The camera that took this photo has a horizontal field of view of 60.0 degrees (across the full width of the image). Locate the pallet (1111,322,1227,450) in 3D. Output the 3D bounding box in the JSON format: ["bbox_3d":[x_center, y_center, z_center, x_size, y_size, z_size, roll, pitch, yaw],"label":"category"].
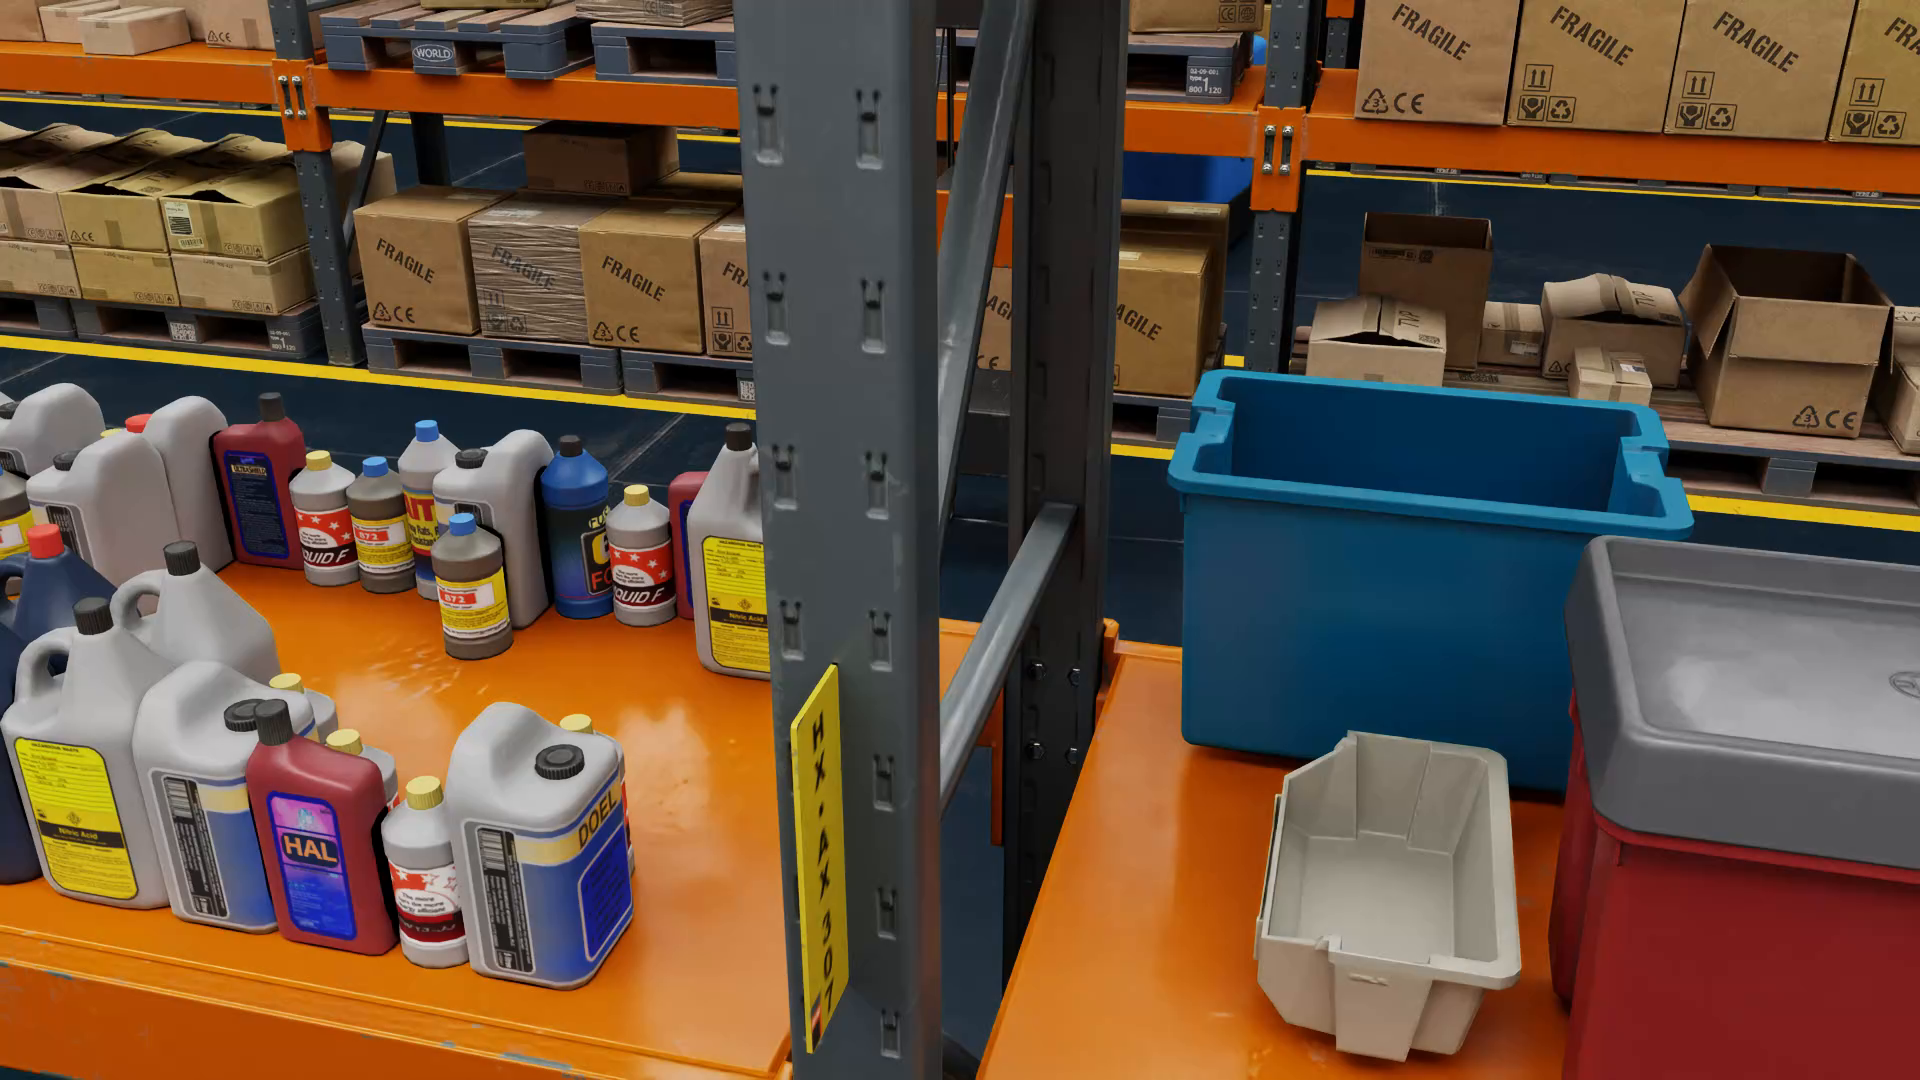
[{"bbox_3d":[0.465,-0.710,6.997,1.213,0.211,1.003,6,26,13],"label":"pallet"}]

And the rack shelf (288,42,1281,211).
[{"bbox_3d":[-0.675,-1.787,6.852,4.000,0.370,1.077,6,26,13],"label":"rack shelf"}]

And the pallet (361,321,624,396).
[{"bbox_3d":[-1.898,-0.972,7.545,1.213,0.211,1.003,6,26,13],"label":"pallet"}]

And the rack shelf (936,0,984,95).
[{"bbox_3d":[0.160,-1.550,4.966,0.480,0.518,0.431,6,26,13],"label":"rack shelf"}]

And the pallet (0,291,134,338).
[{"bbox_3d":[-4.577,-1.303,8.241,1.213,0.211,1.003,6,26,13],"label":"pallet"}]

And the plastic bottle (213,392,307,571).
[{"bbox_3d":[-1.084,-0.096,2.597,0.133,0.283,0.061,6,26,13],"label":"plastic bottle"}]

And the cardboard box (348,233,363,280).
[{"bbox_3d":[-3.046,-1.453,8.022,0.500,0.250,0.500,6,26,13],"label":"cardboard box"}]

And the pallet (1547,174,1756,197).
[{"bbox_3d":[4.394,-2.458,10.667,1.213,0.211,1.003,6,26,13],"label":"pallet"}]

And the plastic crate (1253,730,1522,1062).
[{"bbox_3d":[0.440,0.365,1.731,0.243,0.136,0.396,6,26,13],"label":"plastic crate"}]

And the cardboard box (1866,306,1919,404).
[{"bbox_3d":[3.711,-0.710,6.439,0.500,0.250,0.500,6,26,13],"label":"cardboard box"}]

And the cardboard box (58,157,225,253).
[{"bbox_3d":[-3.686,-1.534,7.541,0.500,0.311,0.500,6,26,12],"label":"cardboard box"}]

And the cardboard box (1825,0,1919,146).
[{"bbox_3d":[3.161,-1.613,5.533,0.500,0.500,0.500,6,26,12],"label":"cardboard box"}]

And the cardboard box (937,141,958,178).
[{"bbox_3d":[-0.114,-1.567,7.075,0.500,0.250,0.500,6,26,13],"label":"cardboard box"}]

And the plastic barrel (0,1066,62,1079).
[{"bbox_3d":[-1.184,0.780,2.574,0.708,0.901,0.600,6,26,13],"label":"plastic barrel"}]

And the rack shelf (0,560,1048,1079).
[{"bbox_3d":[-1.912,0.274,2.521,4.000,0.370,1.077,6,26,13],"label":"rack shelf"}]

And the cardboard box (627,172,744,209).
[{"bbox_3d":[-1.147,-1.338,7.468,0.500,0.500,0.500,5,26,11],"label":"cardboard box"}]

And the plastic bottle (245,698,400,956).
[{"bbox_3d":[-0.673,0.303,1.760,0.133,0.283,0.061,6,26,13],"label":"plastic bottle"}]

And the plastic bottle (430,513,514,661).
[{"bbox_3d":[-0.696,0.060,2.366,0.097,0.201,0.097,0,25,0],"label":"plastic bottle"}]

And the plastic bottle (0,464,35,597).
[{"bbox_3d":[-1.463,-0.025,2.544,0.097,0.201,0.097,0,25,0],"label":"plastic bottle"}]

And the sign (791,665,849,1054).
[{"bbox_3d":[-0.114,0.268,1.376,0.005,0.325,0.100,6,26,13],"label":"sign"}]

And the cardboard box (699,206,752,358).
[{"bbox_3d":[-0.743,-1.065,6.894,0.500,0.500,0.500,5,26,11],"label":"cardboard box"}]

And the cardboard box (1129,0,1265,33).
[{"bbox_3d":[0.859,-2.277,6.438,0.500,0.500,0.700,-2,26,-5],"label":"cardboard box"}]

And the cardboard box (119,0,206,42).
[{"bbox_3d":[-3.430,-2.462,7.536,0.500,0.311,0.500,6,26,12],"label":"cardboard box"}]

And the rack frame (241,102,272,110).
[{"bbox_3d":[-5.256,-4.817,12.379,0.127,3.000,1.000,6,26,13],"label":"rack frame"}]

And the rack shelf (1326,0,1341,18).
[{"bbox_3d":[0.555,-3.850,11.184,4.000,0.370,1.077,6,26,13],"label":"rack shelf"}]

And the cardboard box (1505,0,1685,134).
[{"bbox_3d":[2.184,-1.722,5.760,0.500,0.500,0.500,7,26,14],"label":"cardboard box"}]

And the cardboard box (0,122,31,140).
[{"bbox_3d":[-5.034,-1.924,8.360,0.500,0.311,0.500,6,26,13],"label":"cardboard box"}]

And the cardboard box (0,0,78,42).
[{"bbox_3d":[-4.241,-2.544,7.488,0.500,0.500,0.500,5,26,10],"label":"cardboard box"}]

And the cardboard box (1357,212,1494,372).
[{"bbox_3d":[1.884,-1.025,6.810,0.500,0.500,0.500,6,26,13],"label":"cardboard box"}]

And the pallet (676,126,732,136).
[{"bbox_3d":[-2.138,-3.214,12.256,1.213,0.211,1.003,6,26,13],"label":"pallet"}]

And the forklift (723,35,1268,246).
[{"bbox_3d":[0.116,-3.157,8.972,3.031,2.935,1.130,11,28,22],"label":"forklift"}]

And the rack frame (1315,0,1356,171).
[{"bbox_3d":[2.492,-3.961,10.580,0.127,3.000,1.000,6,26,13],"label":"rack frame"}]

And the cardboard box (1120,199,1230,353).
[{"bbox_3d":[0.854,-1.121,7.012,0.500,0.500,0.500,5,26,11],"label":"cardboard box"}]

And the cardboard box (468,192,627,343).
[{"bbox_3d":[-1.734,-1.175,7.124,0.500,0.500,0.500,5,26,11],"label":"cardboard box"}]

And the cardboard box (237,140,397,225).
[{"bbox_3d":[-3.046,-1.706,7.902,0.500,0.311,0.500,7,26,15],"label":"cardboard box"}]

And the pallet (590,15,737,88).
[{"bbox_3d":[-0.727,-2.033,6.755,1.213,0.211,1.003,6,26,13],"label":"pallet"}]

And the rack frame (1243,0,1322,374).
[{"bbox_3d":[1.262,-1.898,6.247,0.127,3.000,1.000,6,26,13],"label":"rack frame"}]

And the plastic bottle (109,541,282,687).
[{"bbox_3d":[-0.911,0.164,1.974,0.185,0.351,0.144,6,26,13],"label":"plastic bottle"}]

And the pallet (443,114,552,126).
[{"bbox_3d":[-3.316,-3.346,12.532,1.213,0.211,1.003,6,26,13],"label":"pallet"}]

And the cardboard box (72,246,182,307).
[{"bbox_3d":[-3.682,-1.283,7.665,0.500,0.250,0.500,6,26,12],"label":"cardboard box"}]

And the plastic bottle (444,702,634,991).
[{"bbox_3d":[-0.438,0.312,1.749,0.135,0.276,0.152,6,26,13],"label":"plastic bottle"}]

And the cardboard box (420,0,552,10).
[{"bbox_3d":[-1.974,-2.541,6.992,0.500,0.500,0.700,-2,26,-5],"label":"cardboard box"}]

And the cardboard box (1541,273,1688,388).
[{"bbox_3d":[2.611,-0.859,6.682,0.500,0.311,0.500,6,26,13],"label":"cardboard box"}]

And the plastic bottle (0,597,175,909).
[{"bbox_3d":[-0.947,0.224,1.848,0.185,0.351,0.144,6,26,13],"label":"plastic bottle"}]

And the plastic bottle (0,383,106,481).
[{"bbox_3d":[-1.450,-0.112,2.641,0.135,0.276,0.152,6,26,13],"label":"plastic bottle"}]

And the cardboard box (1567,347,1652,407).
[{"bbox_3d":[2.455,-0.594,6.292,0.250,0.166,0.380,6,26,13],"label":"cardboard box"}]

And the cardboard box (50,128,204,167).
[{"bbox_3d":[-4.050,-1.814,8.129,0.500,0.311,0.500,6,26,12],"label":"cardboard box"}]

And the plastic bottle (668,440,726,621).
[{"bbox_3d":[-0.353,-0.015,2.427,0.133,0.283,0.061,6,26,13],"label":"plastic bottle"}]

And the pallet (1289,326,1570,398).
[{"bbox_3d":[1.927,-0.565,6.691,1.213,0.211,1.003,6,26,13],"label":"pallet"}]

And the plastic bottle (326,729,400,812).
[{"bbox_3d":[-0.671,0.305,1.851,0.097,0.201,0.097,0,25,0],"label":"plastic bottle"}]

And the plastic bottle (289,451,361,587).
[{"bbox_3d":[-0.977,-0.039,2.573,0.097,0.201,0.097,0,25,0],"label":"plastic bottle"}]

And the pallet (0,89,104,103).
[{"bbox_3d":[-7.100,-3.745,13.371,1.213,0.211,1.003,6,26,13],"label":"pallet"}]

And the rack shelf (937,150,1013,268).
[{"bbox_3d":[0.160,-0.918,5.267,0.480,0.518,0.431,6,26,13],"label":"rack shelf"}]

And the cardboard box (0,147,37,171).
[{"bbox_3d":[-4.659,-1.644,7.771,0.500,0.311,0.500,7,26,14],"label":"cardboard box"}]

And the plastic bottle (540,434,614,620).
[{"bbox_3d":[-0.564,-0.025,2.462,0.097,0.271,0.097,0,25,0],"label":"plastic bottle"}]

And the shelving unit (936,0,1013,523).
[{"bbox_3d":[0.160,-0.930,5.261,0.503,2.100,0.431,6,26,13],"label":"shelving unit"}]

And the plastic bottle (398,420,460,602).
[{"bbox_3d":[-0.789,-0.049,2.514,0.097,0.271,0.097,0,25,0],"label":"plastic bottle"}]

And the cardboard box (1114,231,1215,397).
[{"bbox_3d":[0.713,-0.902,6.550,0.500,0.500,0.500,6,26,13],"label":"cardboard box"}]

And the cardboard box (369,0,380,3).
[{"bbox_3d":[-4.112,-4.108,12.413,0.500,0.250,0.500,6,26,12],"label":"cardboard box"}]
